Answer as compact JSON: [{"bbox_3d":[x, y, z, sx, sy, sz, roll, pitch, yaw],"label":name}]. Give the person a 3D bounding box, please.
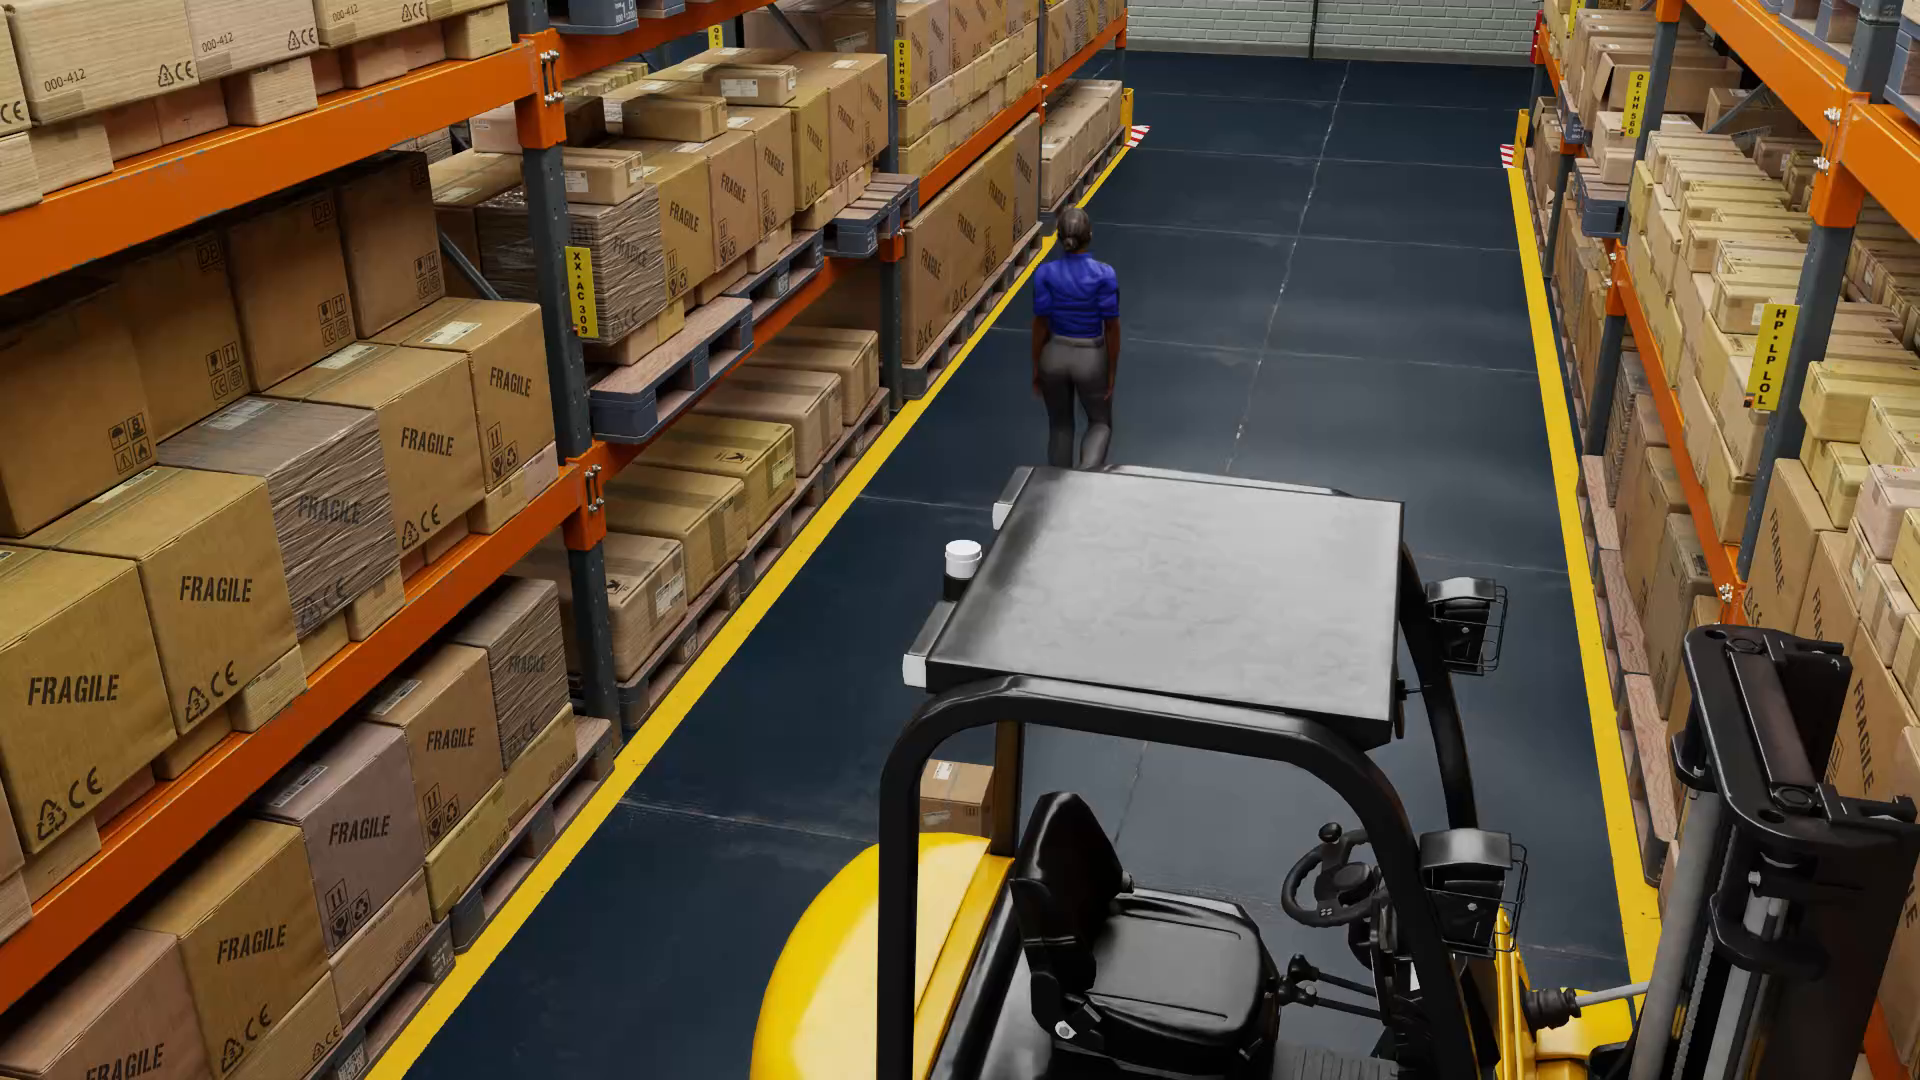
[{"bbox_3d":[0.577,-0.863,8.381,0.447,1.641,0.569,4,26,9],"label":"person"}]
